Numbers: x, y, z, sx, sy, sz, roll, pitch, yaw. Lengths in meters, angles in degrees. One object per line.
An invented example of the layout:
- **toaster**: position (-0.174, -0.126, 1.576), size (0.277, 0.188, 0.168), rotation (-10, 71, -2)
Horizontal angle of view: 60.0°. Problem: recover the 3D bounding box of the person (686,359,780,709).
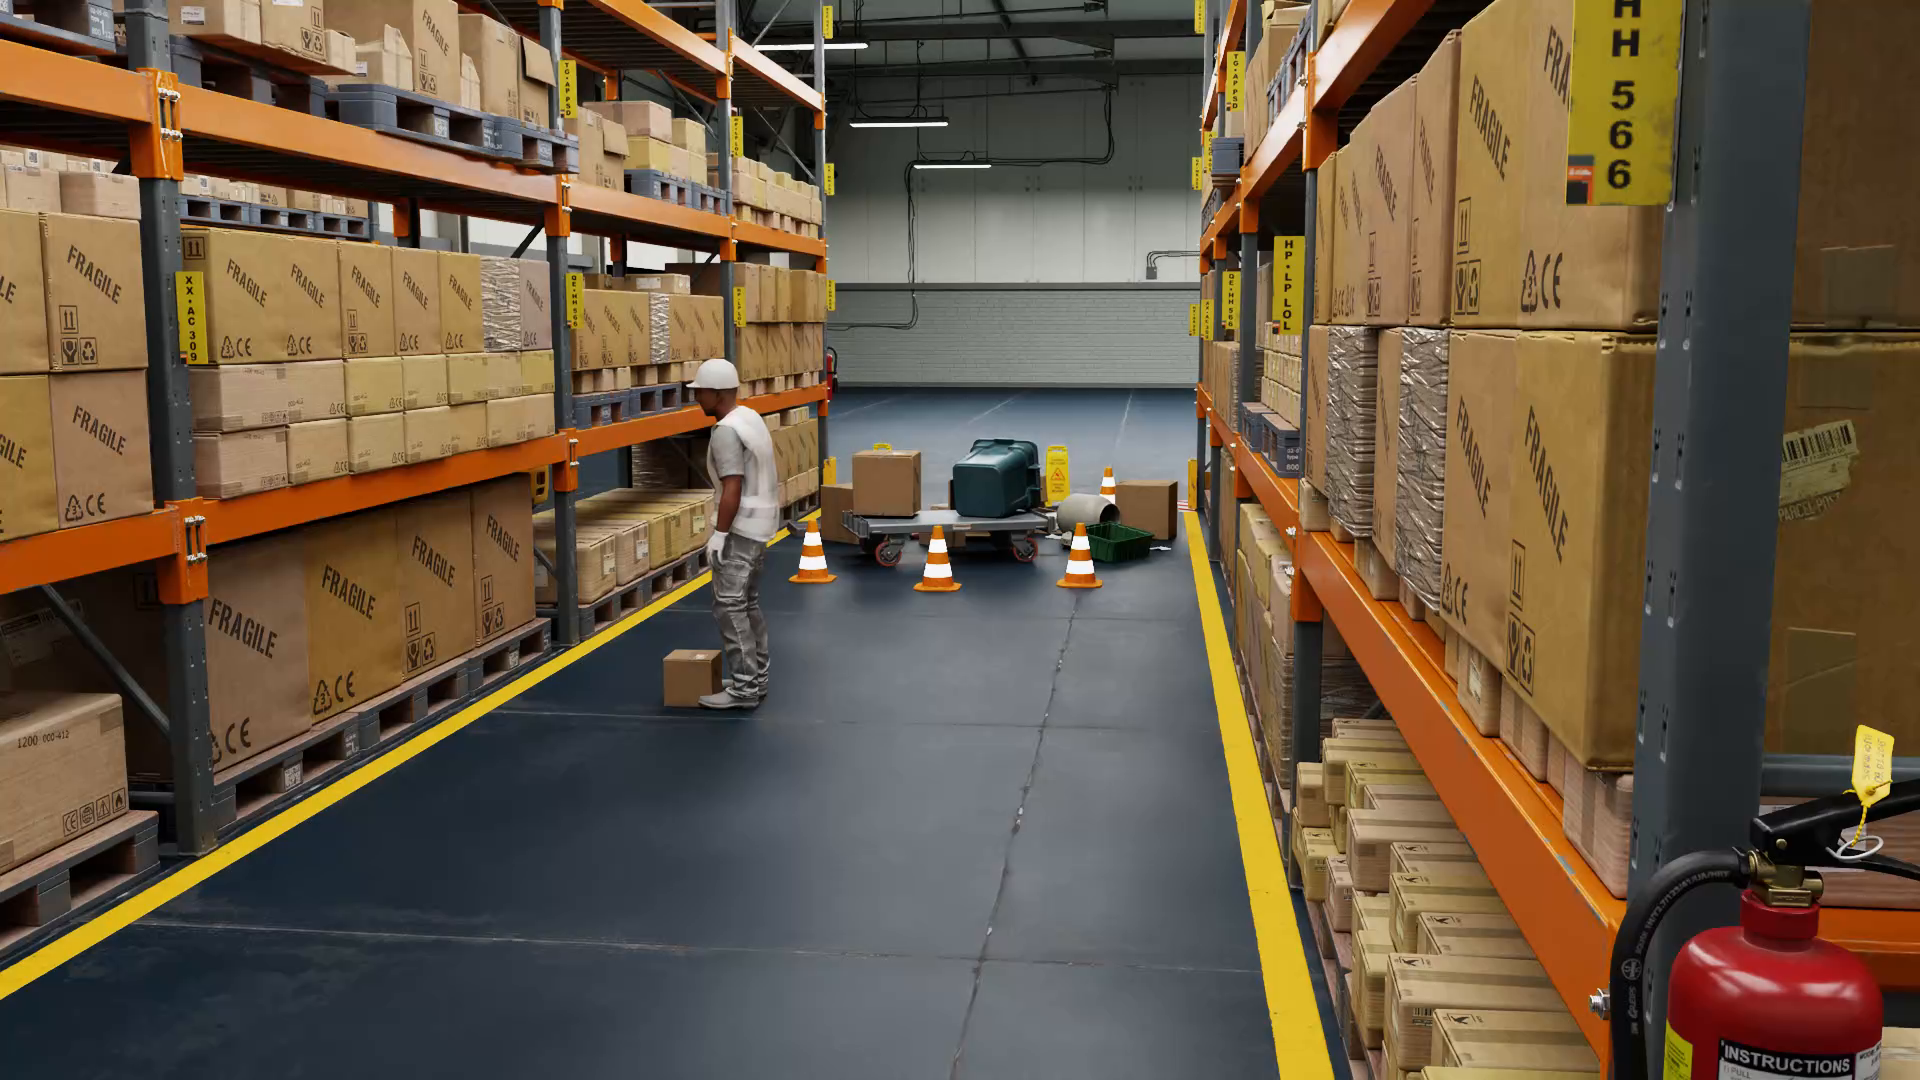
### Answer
- **person**: position (-1.157, -0.036, 8.518), size (0.452, 1.774, 0.618), rotation (1, 8, 6)
